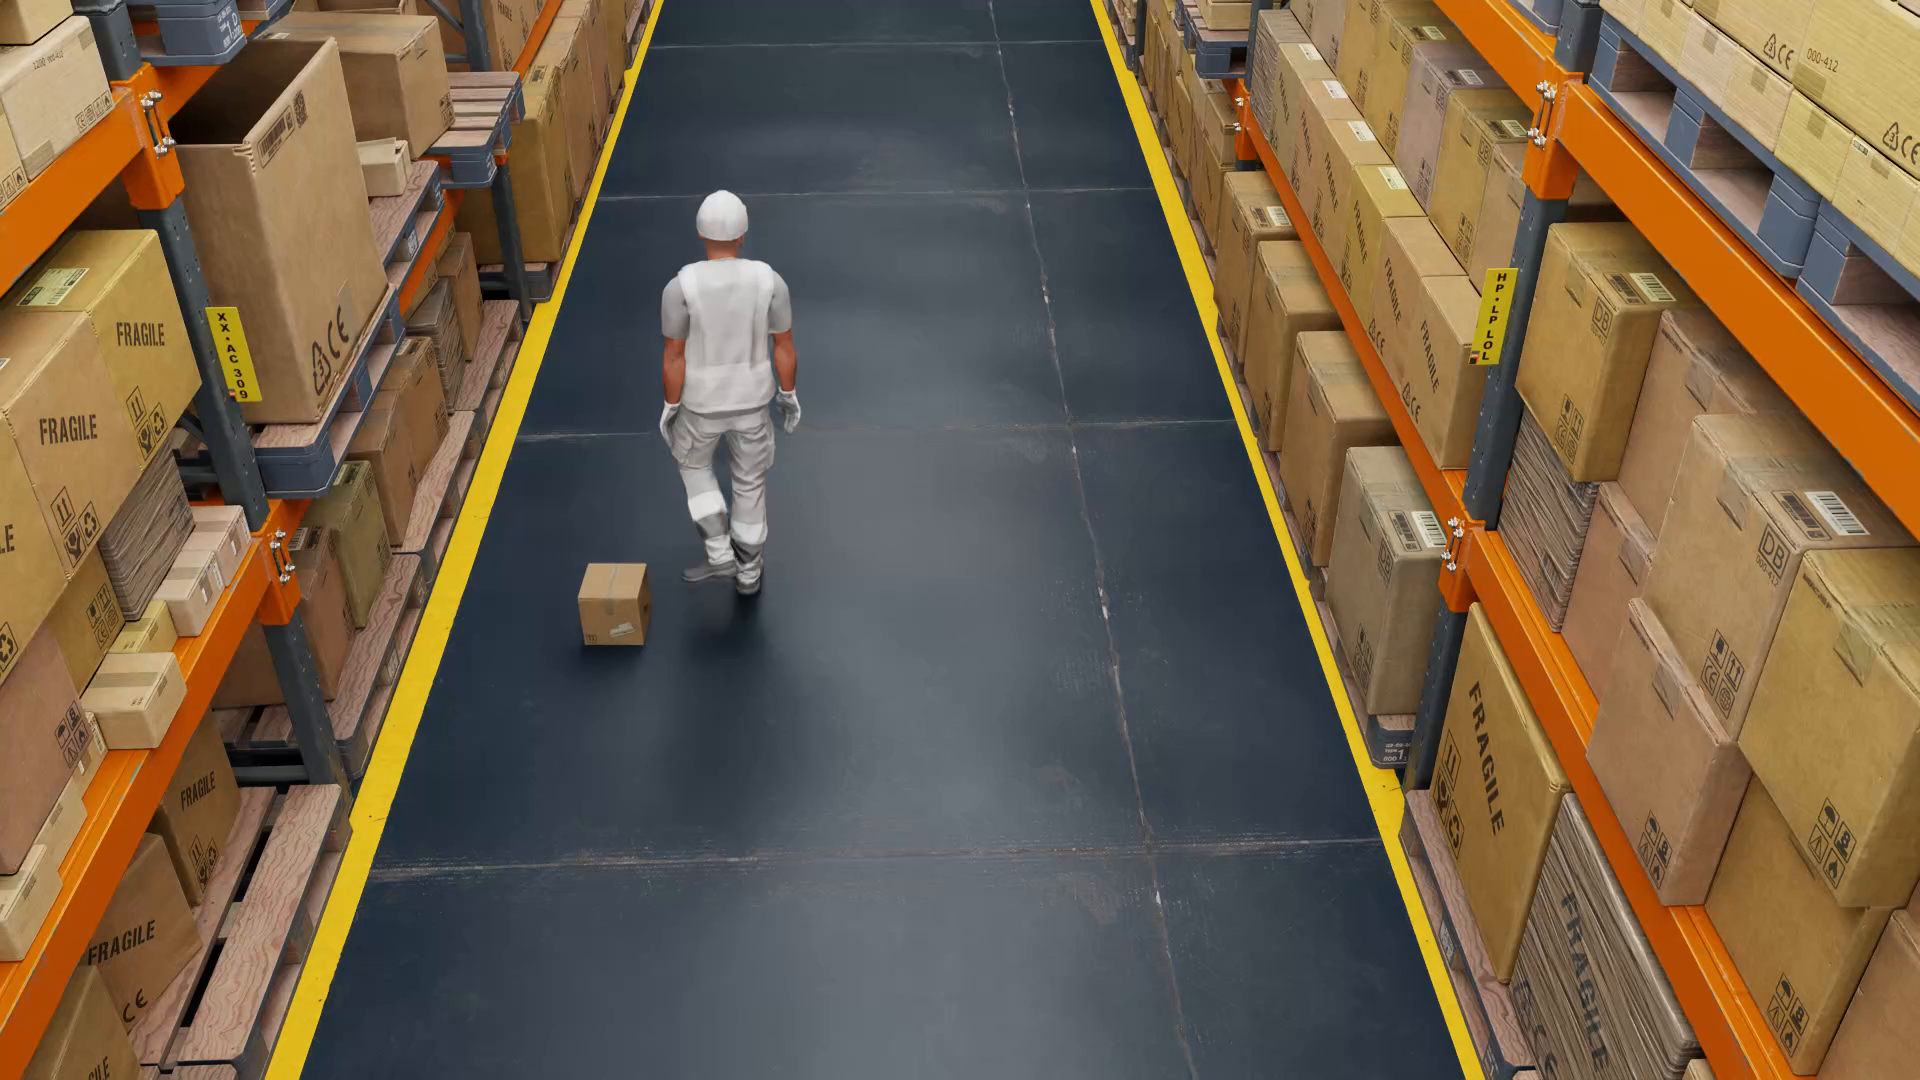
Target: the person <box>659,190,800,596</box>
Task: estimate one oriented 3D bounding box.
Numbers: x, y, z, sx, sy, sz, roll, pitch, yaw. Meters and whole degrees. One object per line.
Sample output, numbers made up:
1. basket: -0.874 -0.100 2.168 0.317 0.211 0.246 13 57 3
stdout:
1. person: -0.959 -0.561 6.913 0.595 1.782 0.528 -8 36 -12
